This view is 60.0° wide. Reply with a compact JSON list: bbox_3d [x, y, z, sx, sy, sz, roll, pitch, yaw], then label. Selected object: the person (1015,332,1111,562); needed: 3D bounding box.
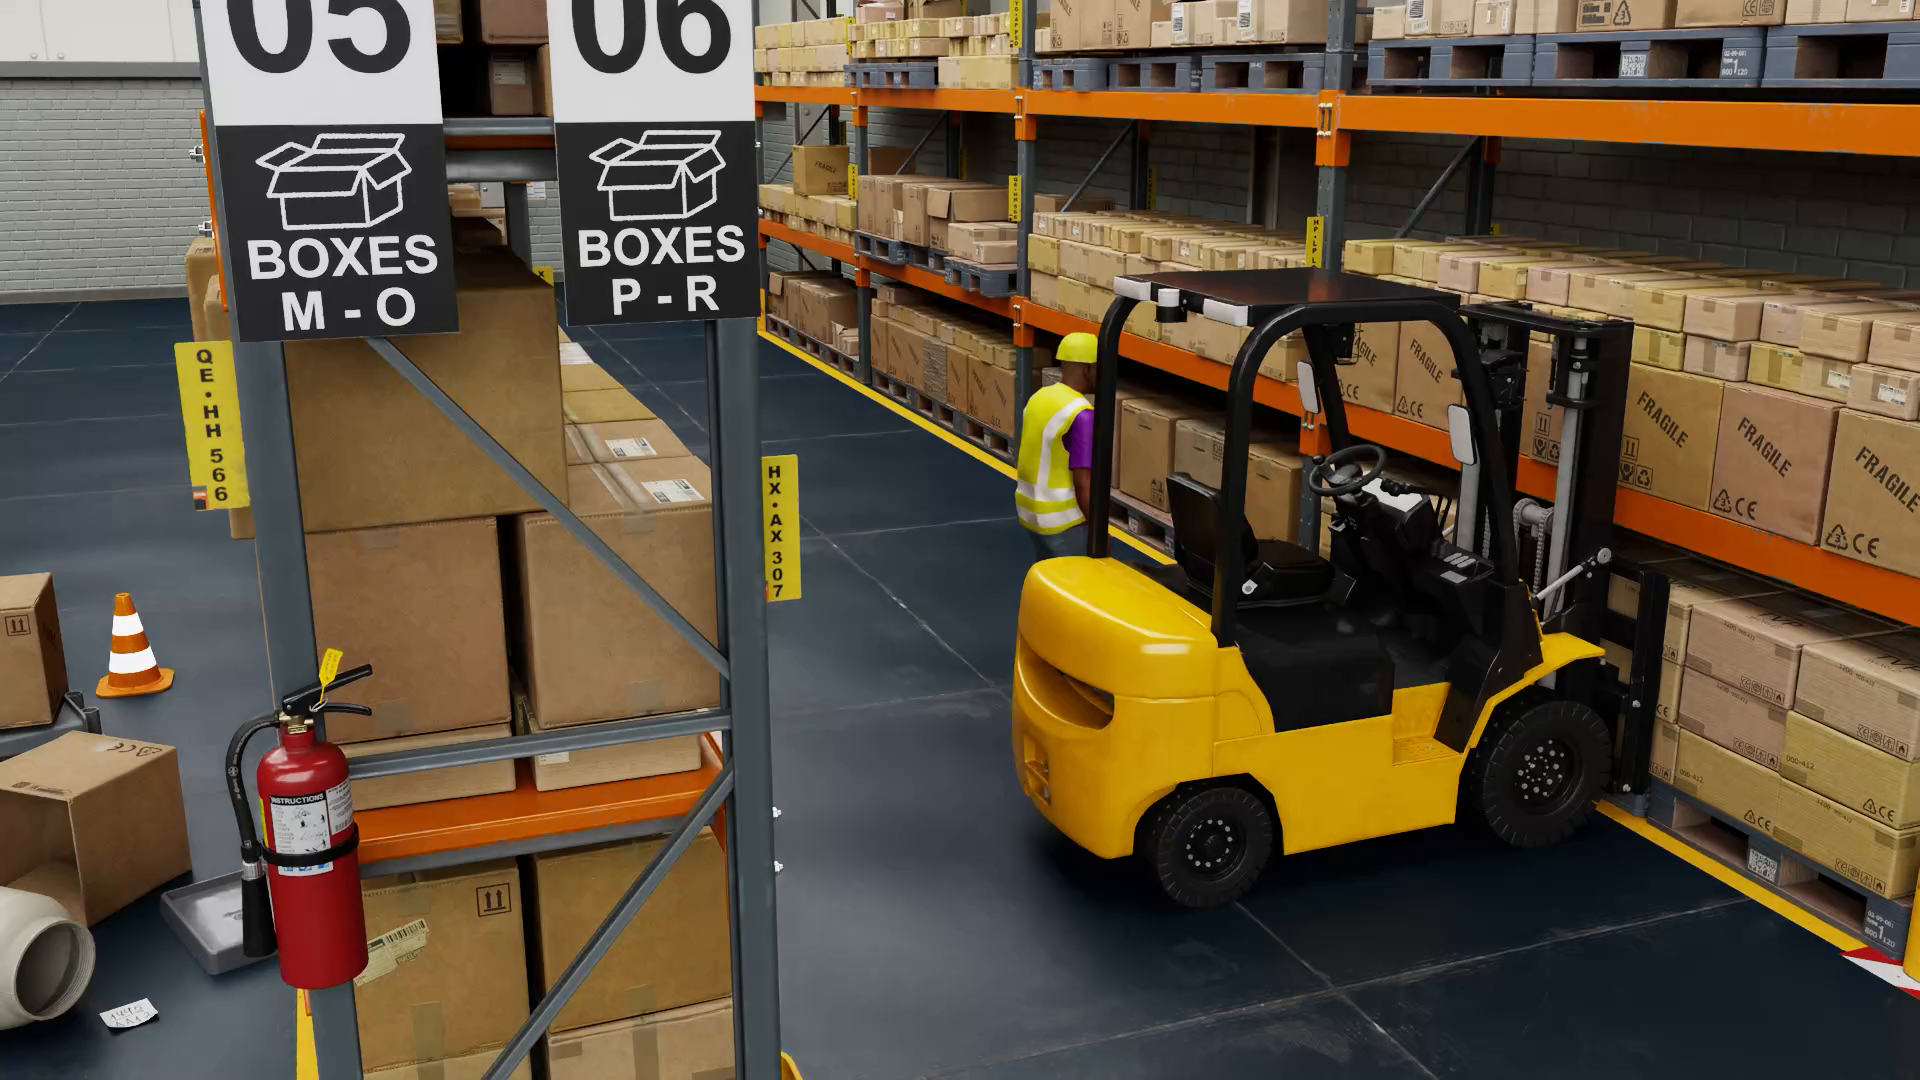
[{"bbox_3d":[0.512,-0.097,7.840,0.461,1.761,0.637,-6,17,-22],"label":"person"}]
